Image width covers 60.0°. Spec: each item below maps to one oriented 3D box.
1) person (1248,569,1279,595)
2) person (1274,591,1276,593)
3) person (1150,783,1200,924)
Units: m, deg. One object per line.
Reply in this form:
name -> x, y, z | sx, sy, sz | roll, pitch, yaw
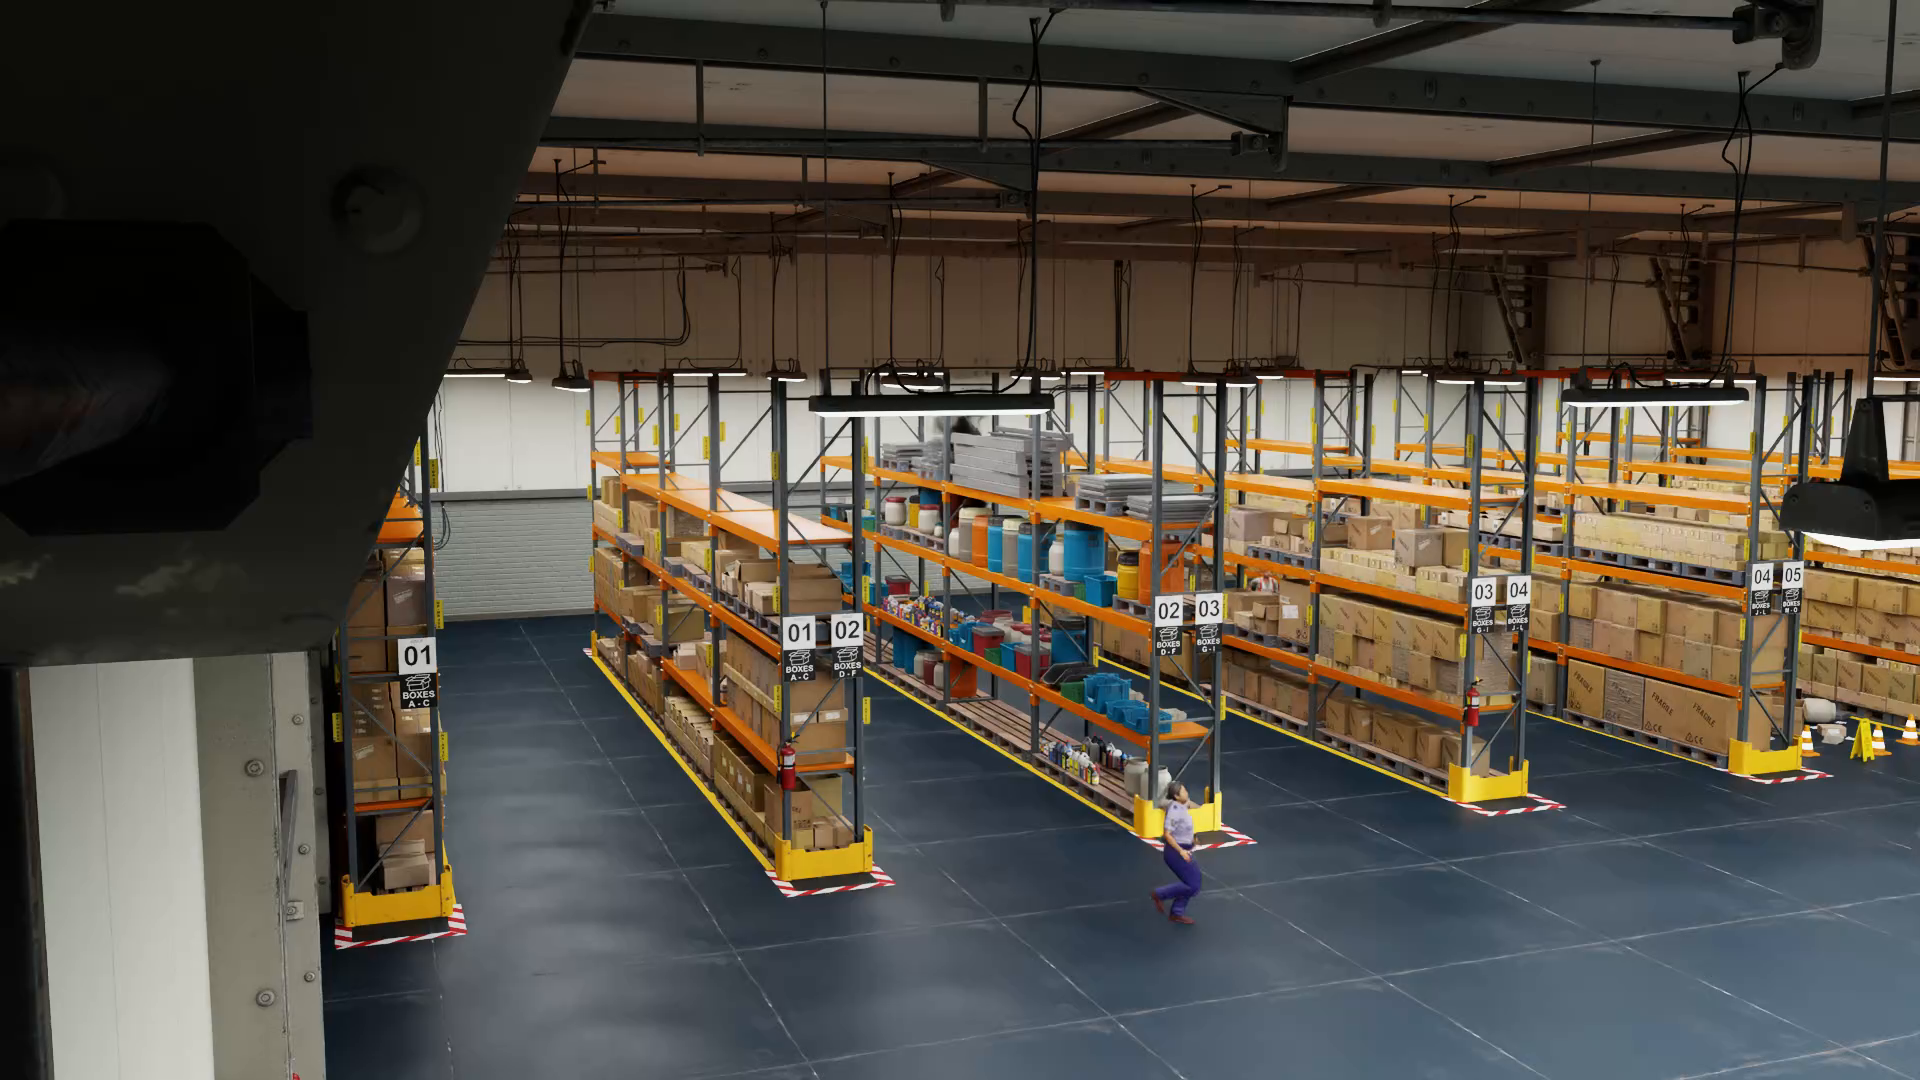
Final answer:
person -> 6.602, 1.451, 35.925 | 0.616, 1.852, 0.783 | -2, 7, -18
person -> 7.771, 0.940, 41.097 | 0.691, 1.627, 0.645 | 5, 8, 35
person -> 2.400, 3.488, 18.527 | 0.552, 1.605, 0.617 | 1, 6, 7
